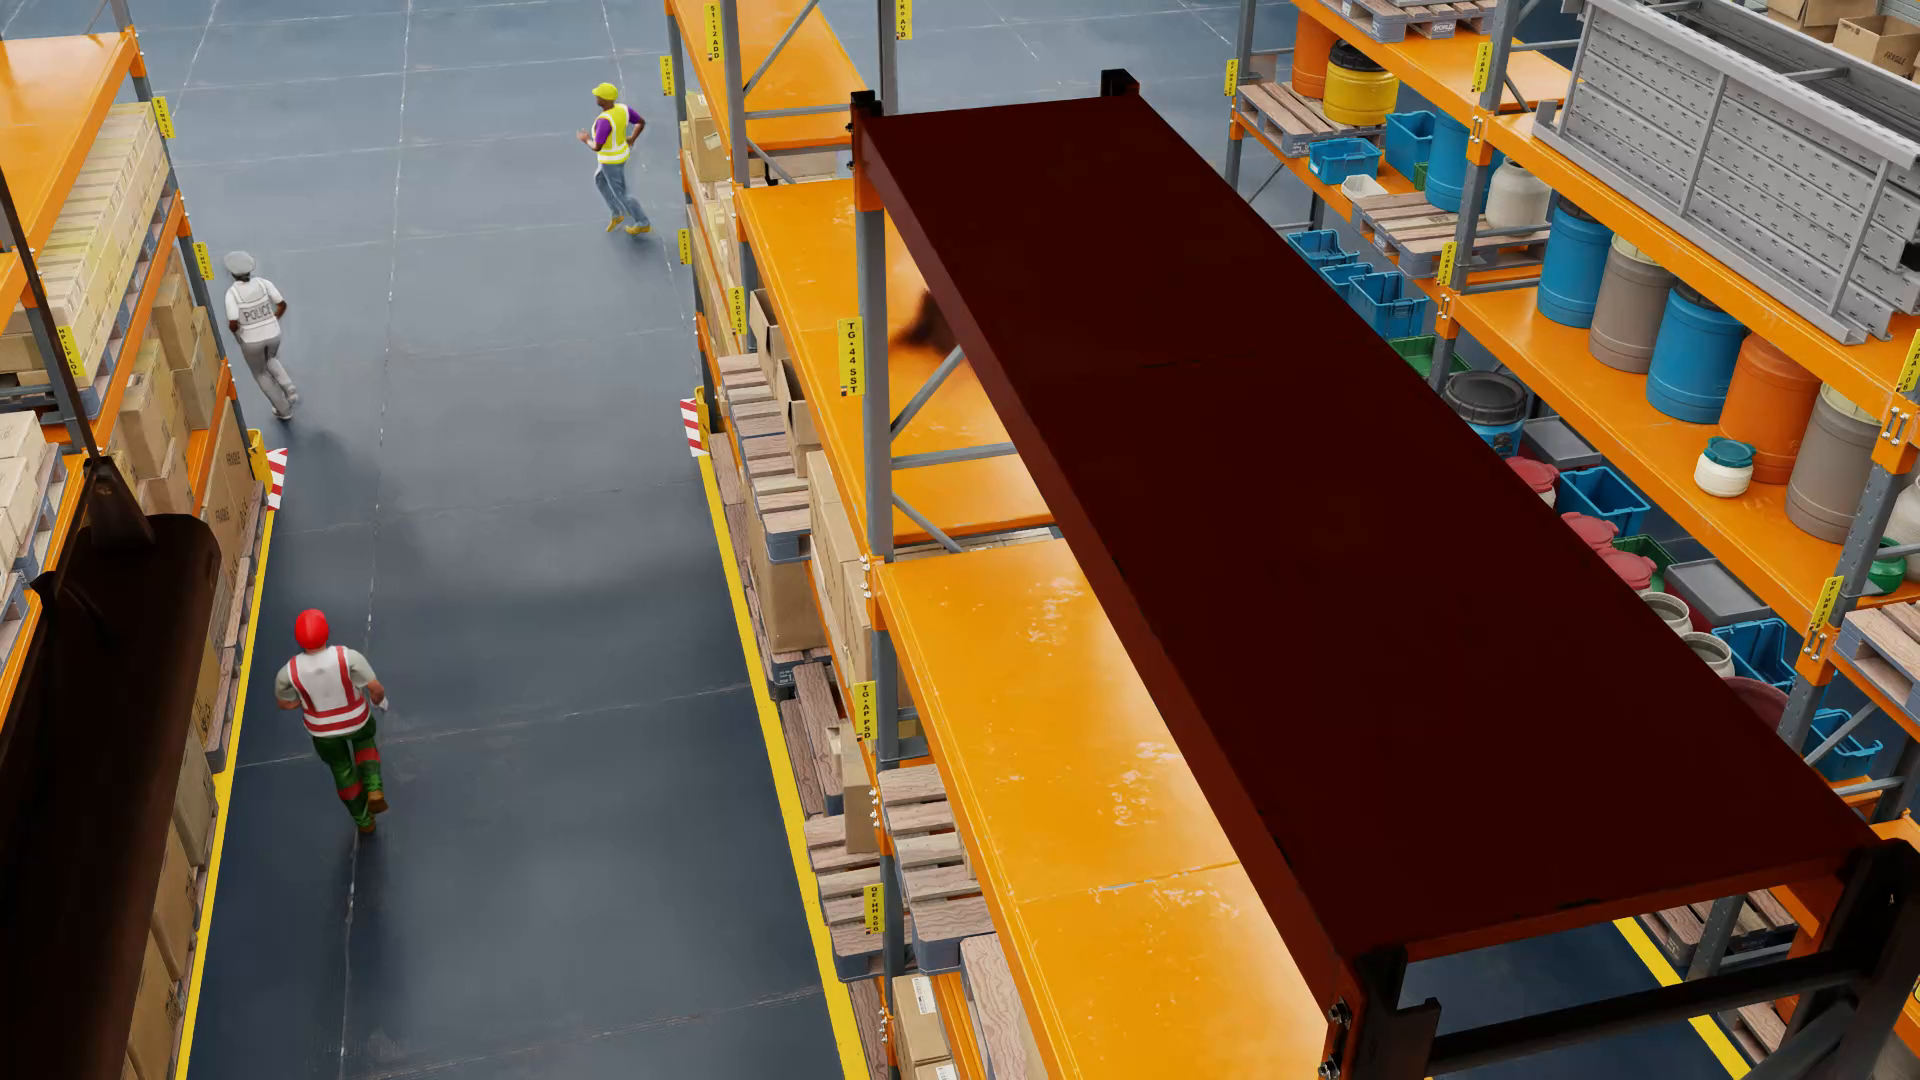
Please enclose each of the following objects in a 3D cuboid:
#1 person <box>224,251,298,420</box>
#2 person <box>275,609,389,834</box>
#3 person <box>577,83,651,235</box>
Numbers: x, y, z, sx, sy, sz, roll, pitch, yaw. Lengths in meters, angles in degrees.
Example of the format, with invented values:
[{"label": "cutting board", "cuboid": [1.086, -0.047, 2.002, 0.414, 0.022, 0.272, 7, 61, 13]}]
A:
[{"label": "person", "cuboid": [-6.510, -1.904, 15.433, 0.527, 1.652, 0.541, 27, 42, 33]}, {"label": "person", "cuboid": [-4.065, 1.149, 10.874, 0.651, 1.743, 0.585, -12, 36, -17]}, {"label": "person", "cuboid": [-3.910, -4.271, 18.776, 0.751, 1.823, 0.669, 5, 35, 7]}]
